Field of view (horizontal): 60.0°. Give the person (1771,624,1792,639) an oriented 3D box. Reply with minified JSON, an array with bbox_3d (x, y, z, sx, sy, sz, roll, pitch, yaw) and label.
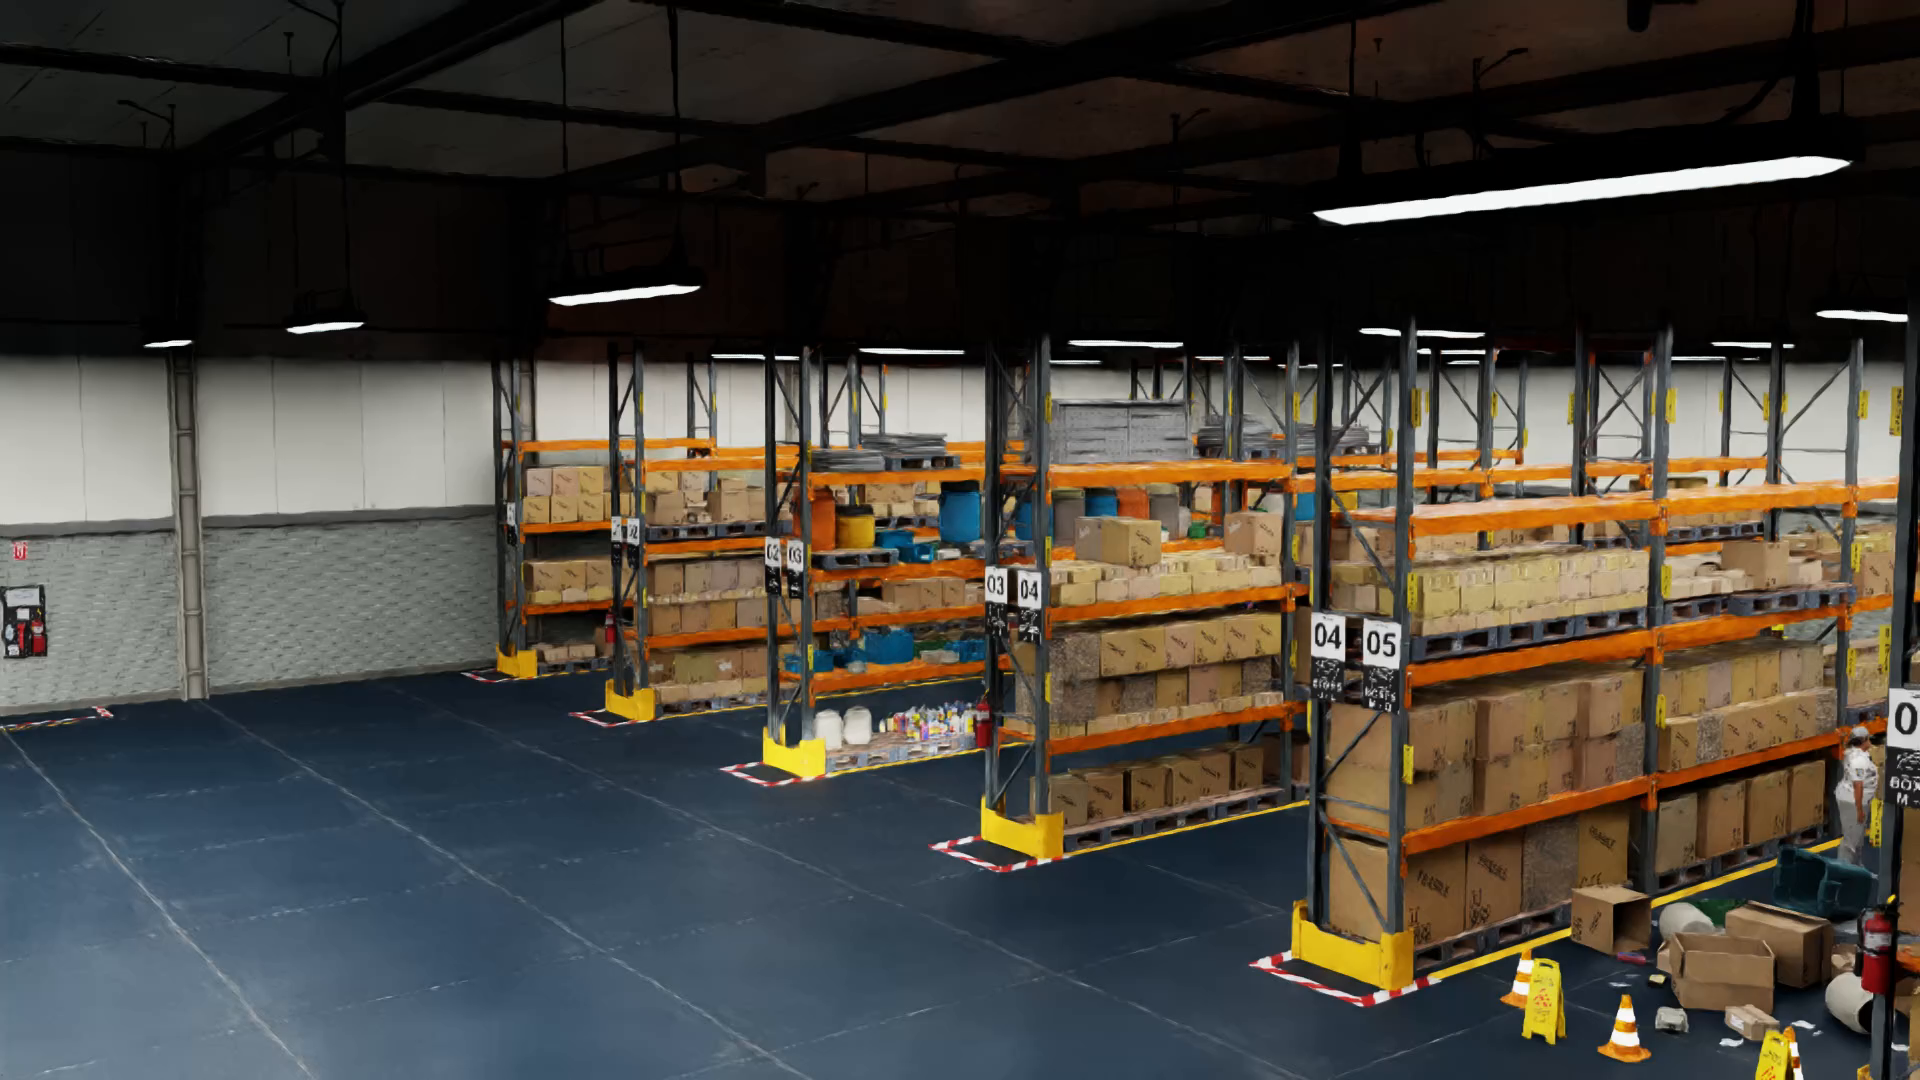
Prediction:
[{"bbox_3d":[12.528,2.081,25.489,0.578,1.714,0.719,-4,6,-39],"label":"person"}]

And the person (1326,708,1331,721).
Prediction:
[{"bbox_3d":[6.007,2.034,26.415,1.077,1.582,0.495,-4,6,-35],"label":"person"}]

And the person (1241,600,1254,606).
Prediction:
[{"bbox_3d":[5.409,1.584,31.643,1.088,1.574,0.447,-3,6,-34],"label":"person"}]

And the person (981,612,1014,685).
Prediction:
[{"bbox_3d":[0.834,1.768,29.464,1.019,1.612,0.456,-4,6,-38],"label":"person"}]

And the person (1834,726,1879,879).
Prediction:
[{"bbox_3d":[9.469,2.788,17.530,0.449,1.671,0.533,2,5,23],"label":"person"}]
